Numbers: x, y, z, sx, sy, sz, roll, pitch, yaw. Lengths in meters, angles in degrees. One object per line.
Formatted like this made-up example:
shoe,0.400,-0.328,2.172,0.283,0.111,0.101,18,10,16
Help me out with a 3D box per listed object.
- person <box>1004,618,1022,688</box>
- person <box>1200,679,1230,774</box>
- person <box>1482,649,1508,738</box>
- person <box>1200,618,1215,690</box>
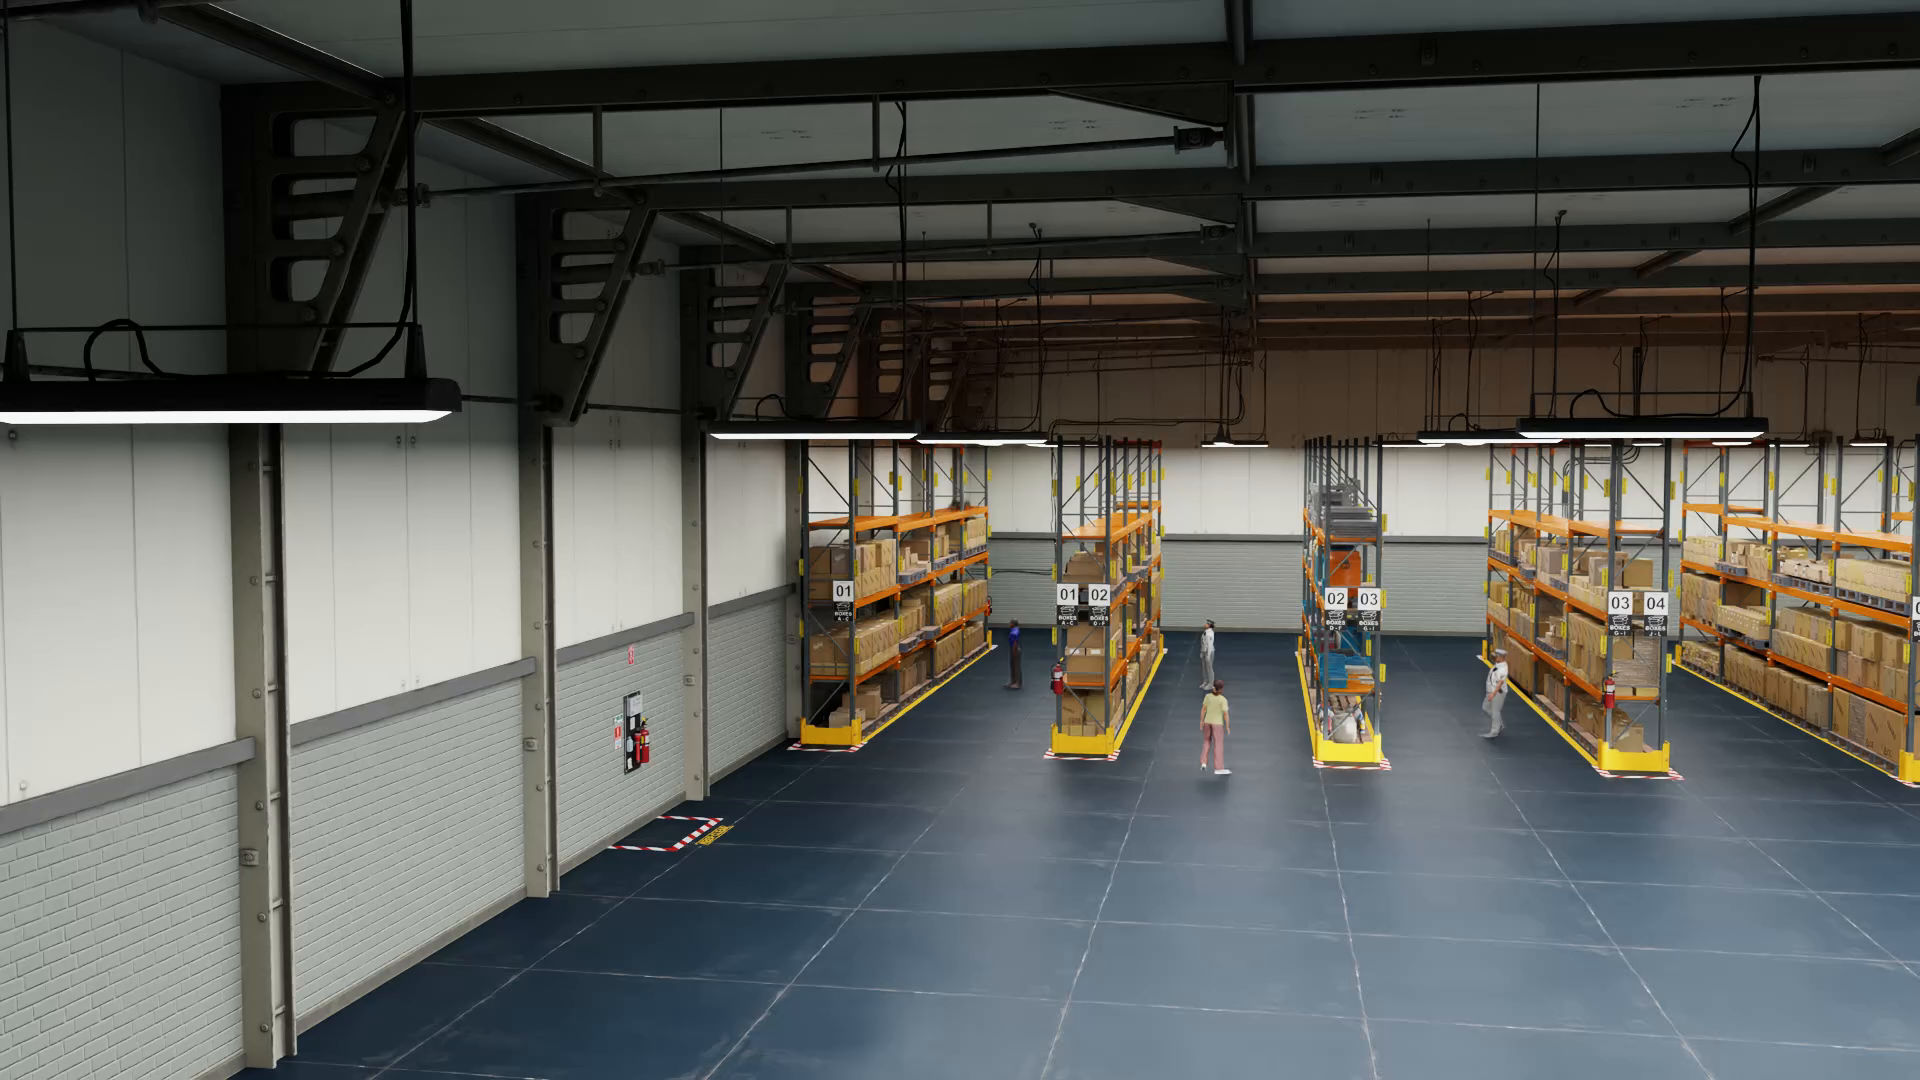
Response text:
person,1.284,2.777,40.099,0.428,1.560,0.463,0,3,1
person,4.493,3.306,29.440,0.602,1.699,0.373,3,4,44
person,10.675,3.063,33.211,0.531,1.776,0.614,0,3,-3
person,5.938,2.716,39.878,0.382,1.700,0.518,-1,3,-14
